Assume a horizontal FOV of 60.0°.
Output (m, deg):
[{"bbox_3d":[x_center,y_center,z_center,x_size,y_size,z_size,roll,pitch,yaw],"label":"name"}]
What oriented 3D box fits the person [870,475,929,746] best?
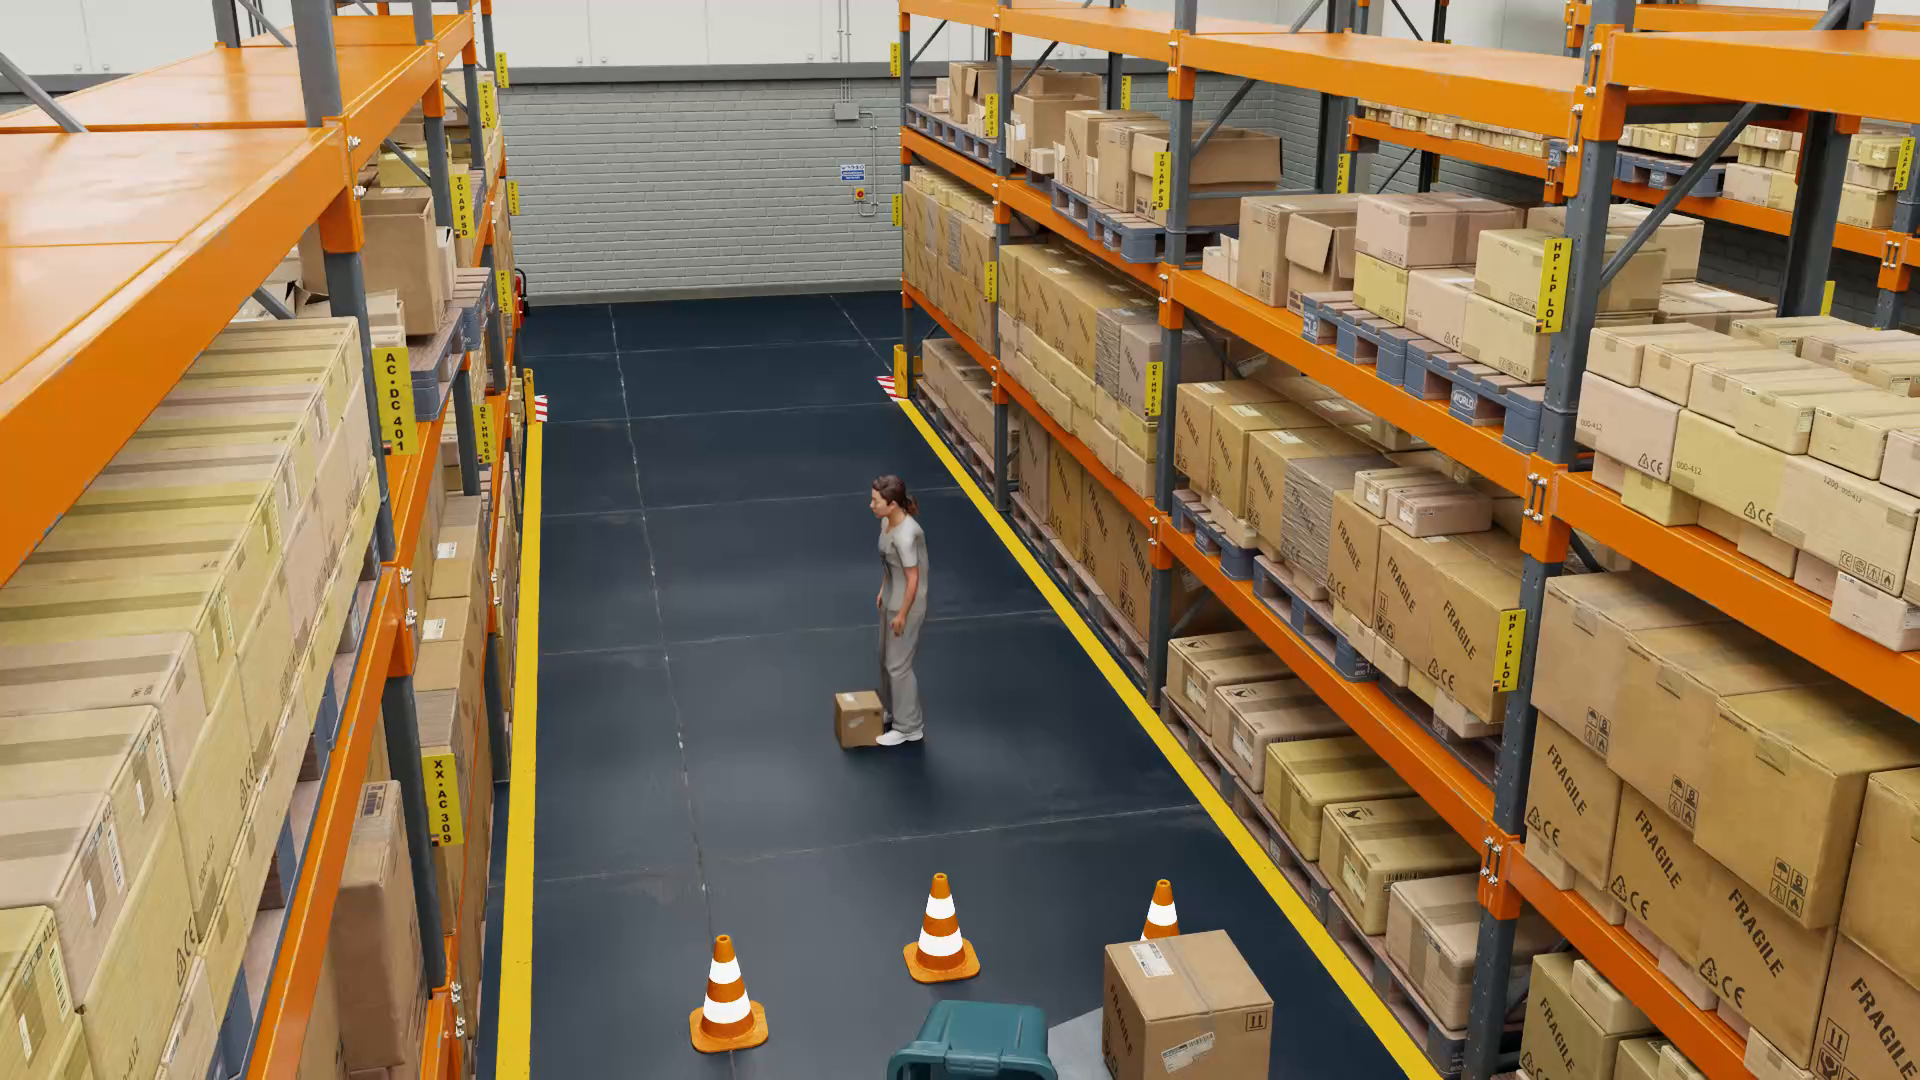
[{"bbox_3d":[-0.375,0.399,9.957,0.358,1.673,0.488,-5,20,-14],"label":"person"}]
